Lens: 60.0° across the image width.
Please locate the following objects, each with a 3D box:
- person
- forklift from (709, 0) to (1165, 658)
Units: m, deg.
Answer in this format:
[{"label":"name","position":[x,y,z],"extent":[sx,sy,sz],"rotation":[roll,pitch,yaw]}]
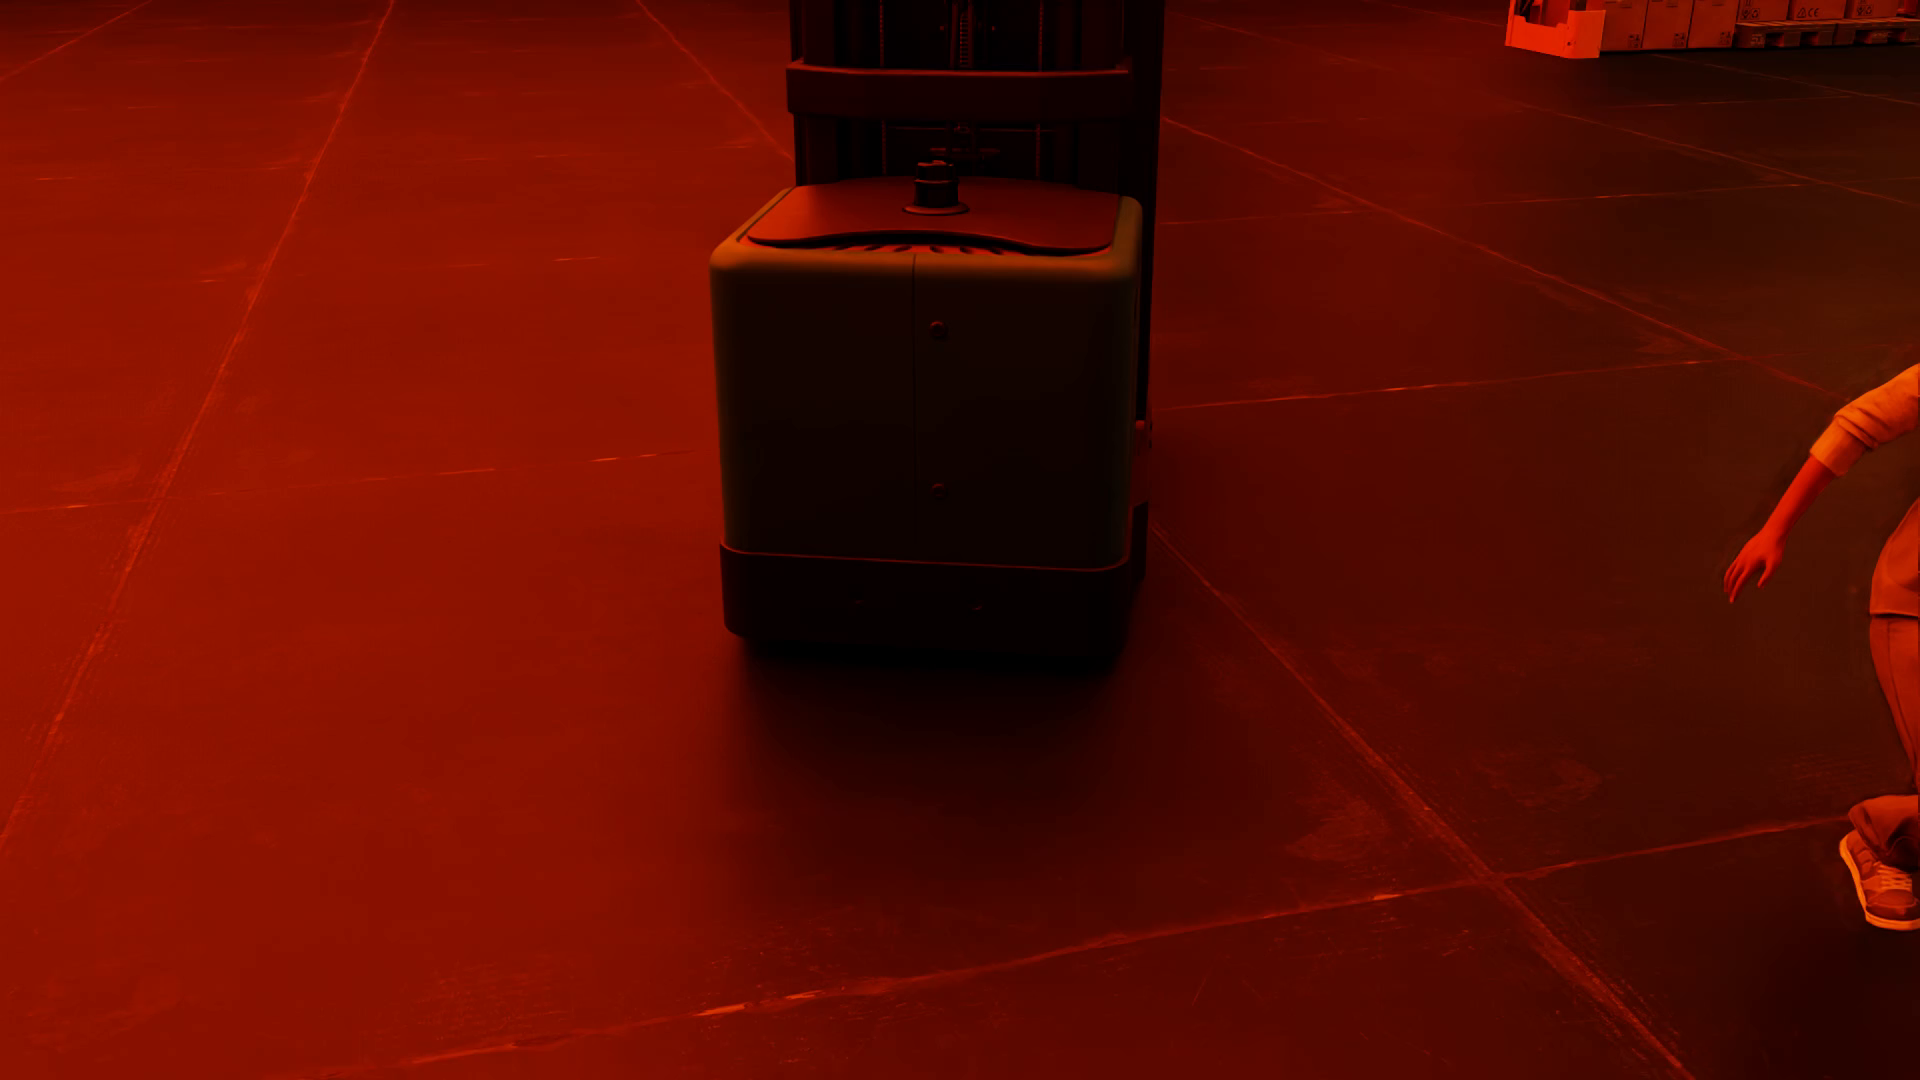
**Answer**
[{"label":"person","position":[1.684,0.188,2.781],"extent":[0.731,1.464,0.773],"rotation":[6,24,15]},{"label":"forklift","position":[0.079,-1.595,5.059],"extent":[1.130,2.935,3.031],"rotation":[3,23,7]}]
